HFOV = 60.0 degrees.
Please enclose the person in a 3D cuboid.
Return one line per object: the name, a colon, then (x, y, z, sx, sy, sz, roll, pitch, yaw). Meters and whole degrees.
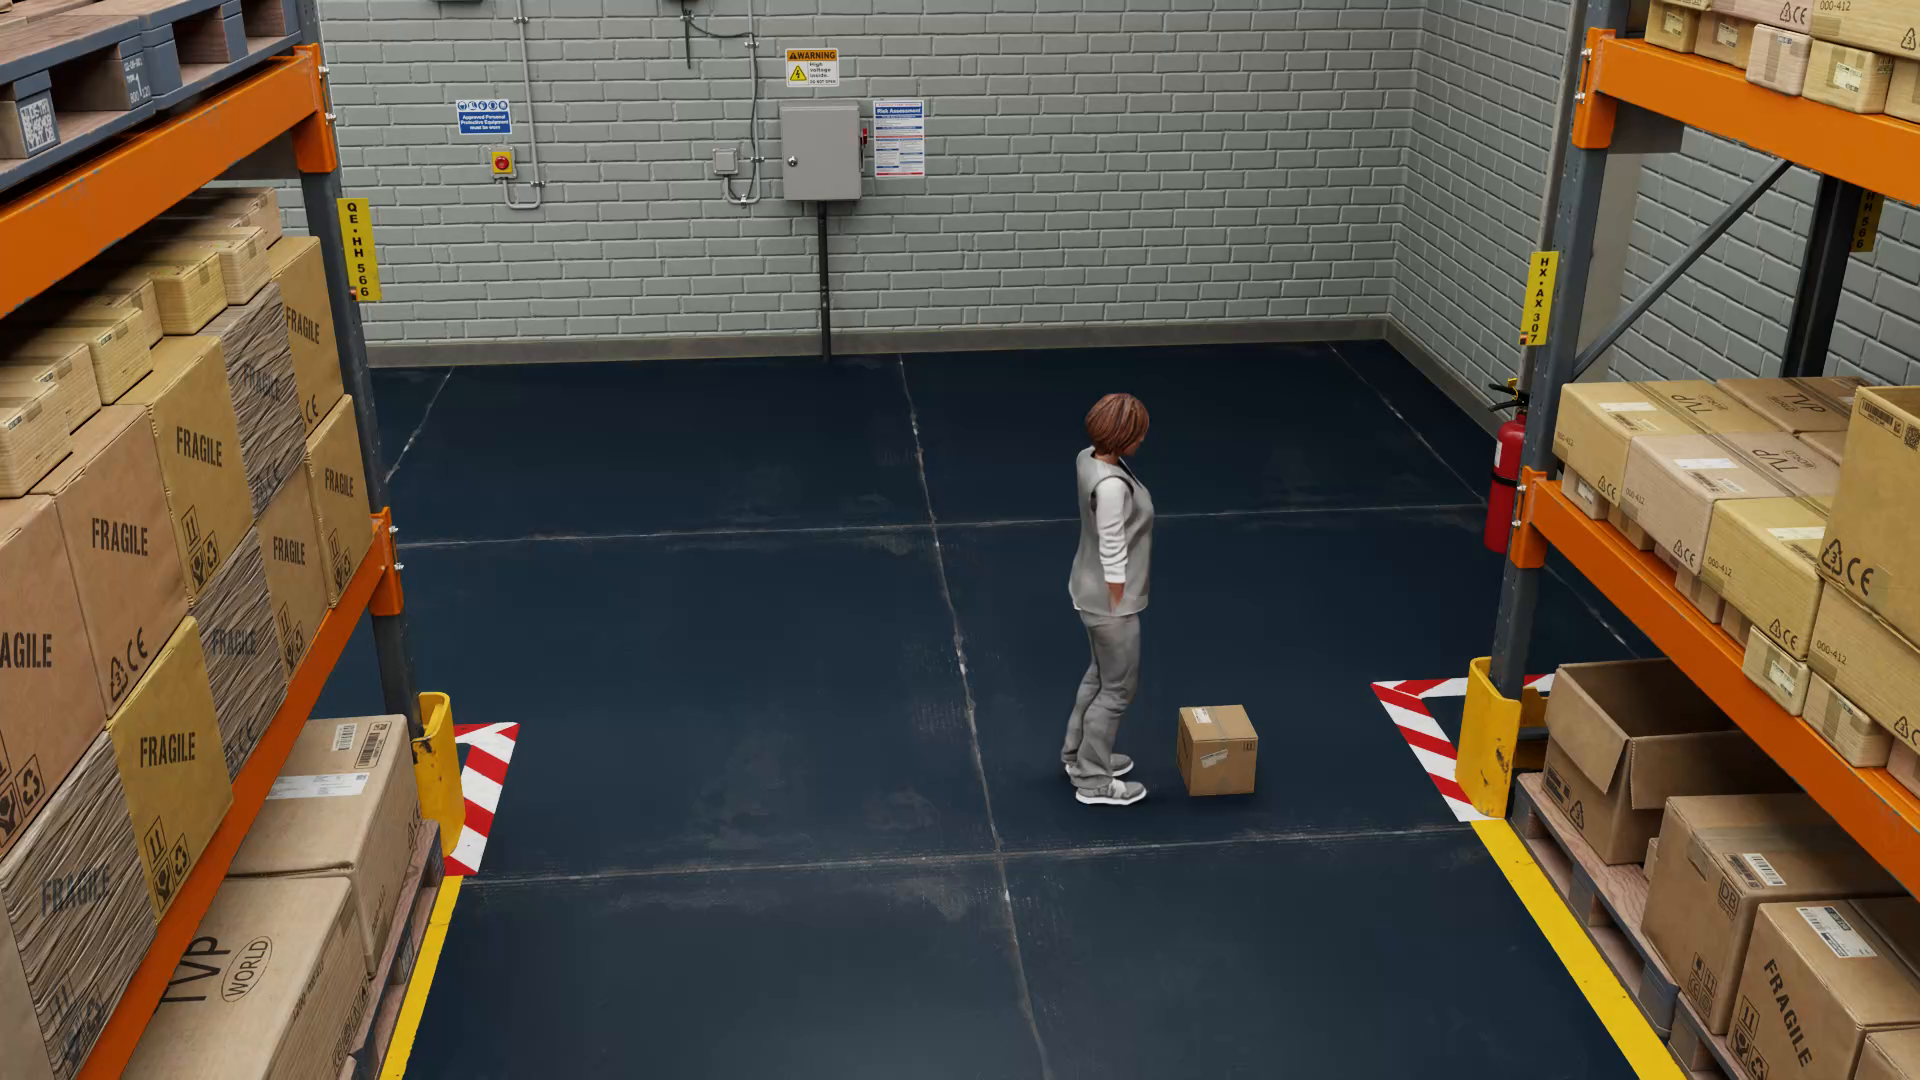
person: (0.549, 0.218, 6.142, 0.304, 1.589, 0.407, -2, 24, -4)
